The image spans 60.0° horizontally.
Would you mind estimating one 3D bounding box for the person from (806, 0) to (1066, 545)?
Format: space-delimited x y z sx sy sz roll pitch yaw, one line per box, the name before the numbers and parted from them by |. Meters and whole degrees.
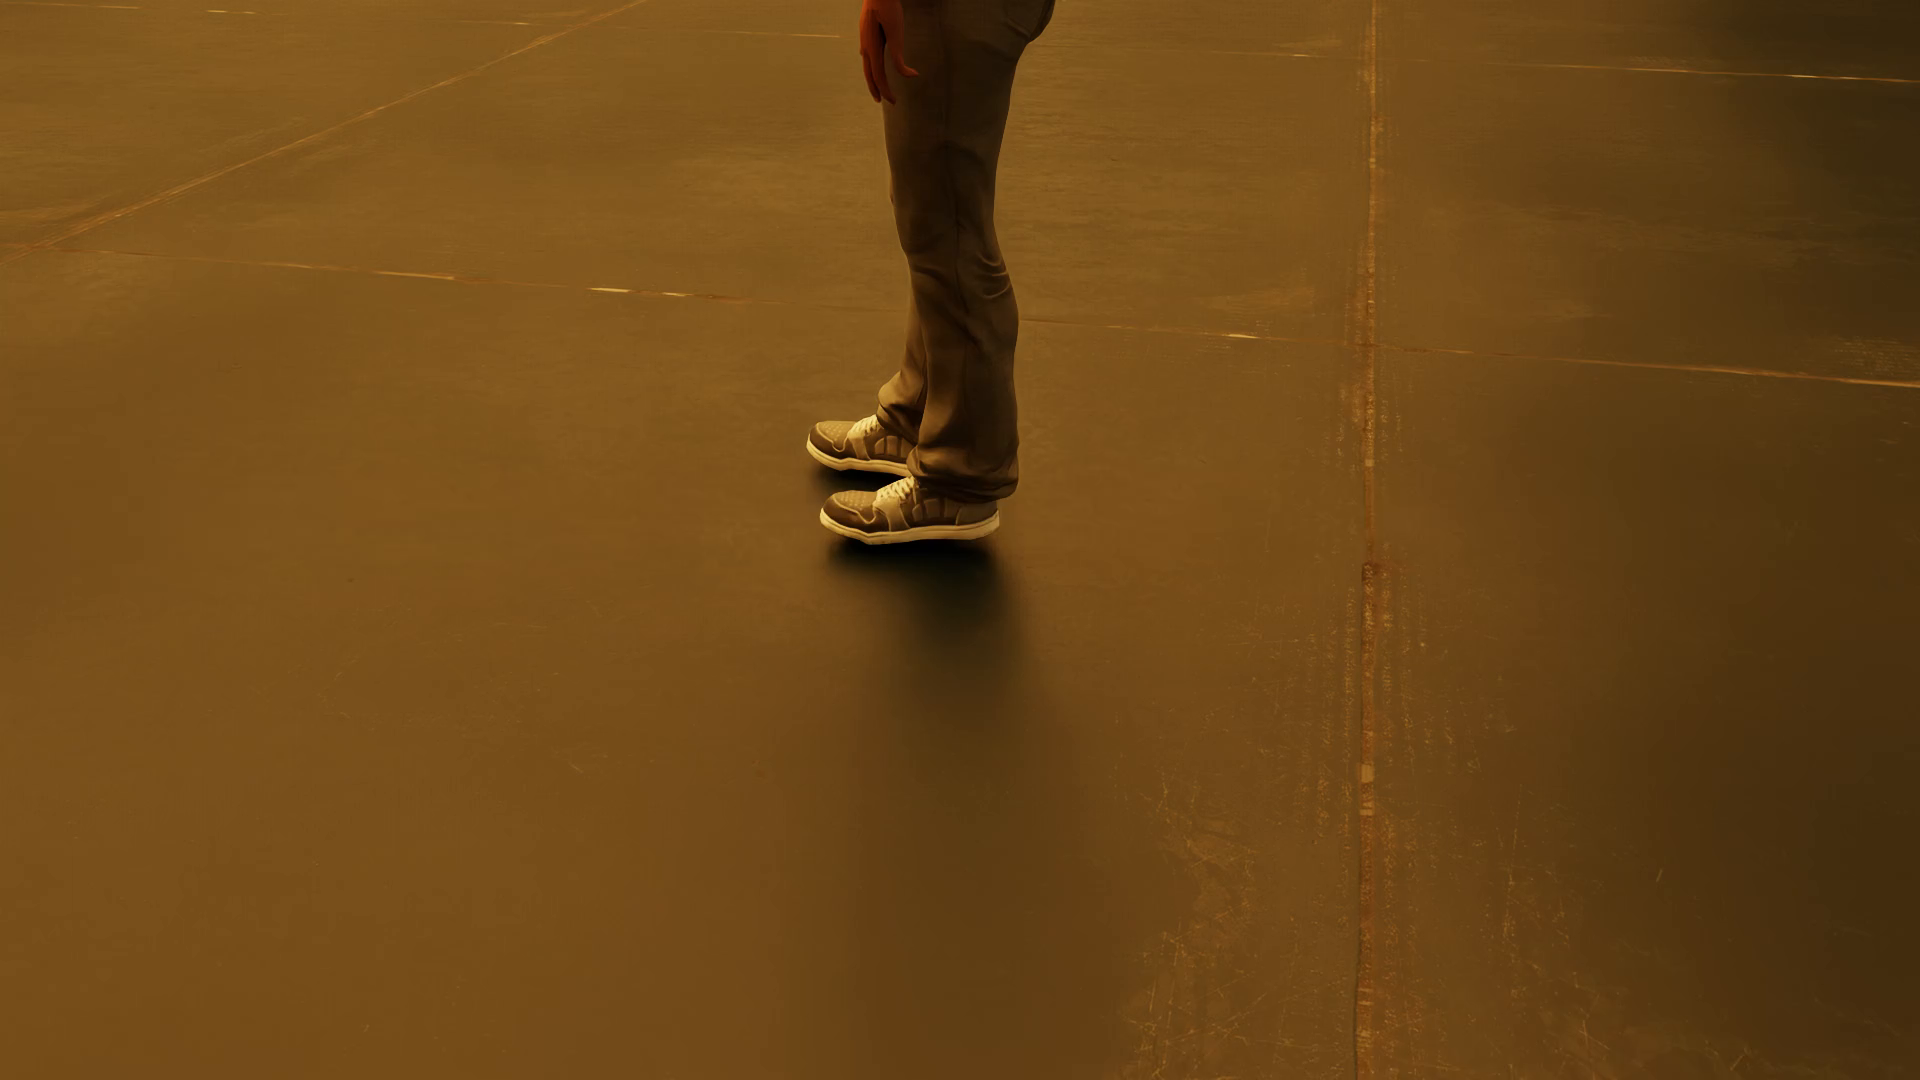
person | -0.069 -0.730 2.165 0.475 1.590 0.520 6 27 11
